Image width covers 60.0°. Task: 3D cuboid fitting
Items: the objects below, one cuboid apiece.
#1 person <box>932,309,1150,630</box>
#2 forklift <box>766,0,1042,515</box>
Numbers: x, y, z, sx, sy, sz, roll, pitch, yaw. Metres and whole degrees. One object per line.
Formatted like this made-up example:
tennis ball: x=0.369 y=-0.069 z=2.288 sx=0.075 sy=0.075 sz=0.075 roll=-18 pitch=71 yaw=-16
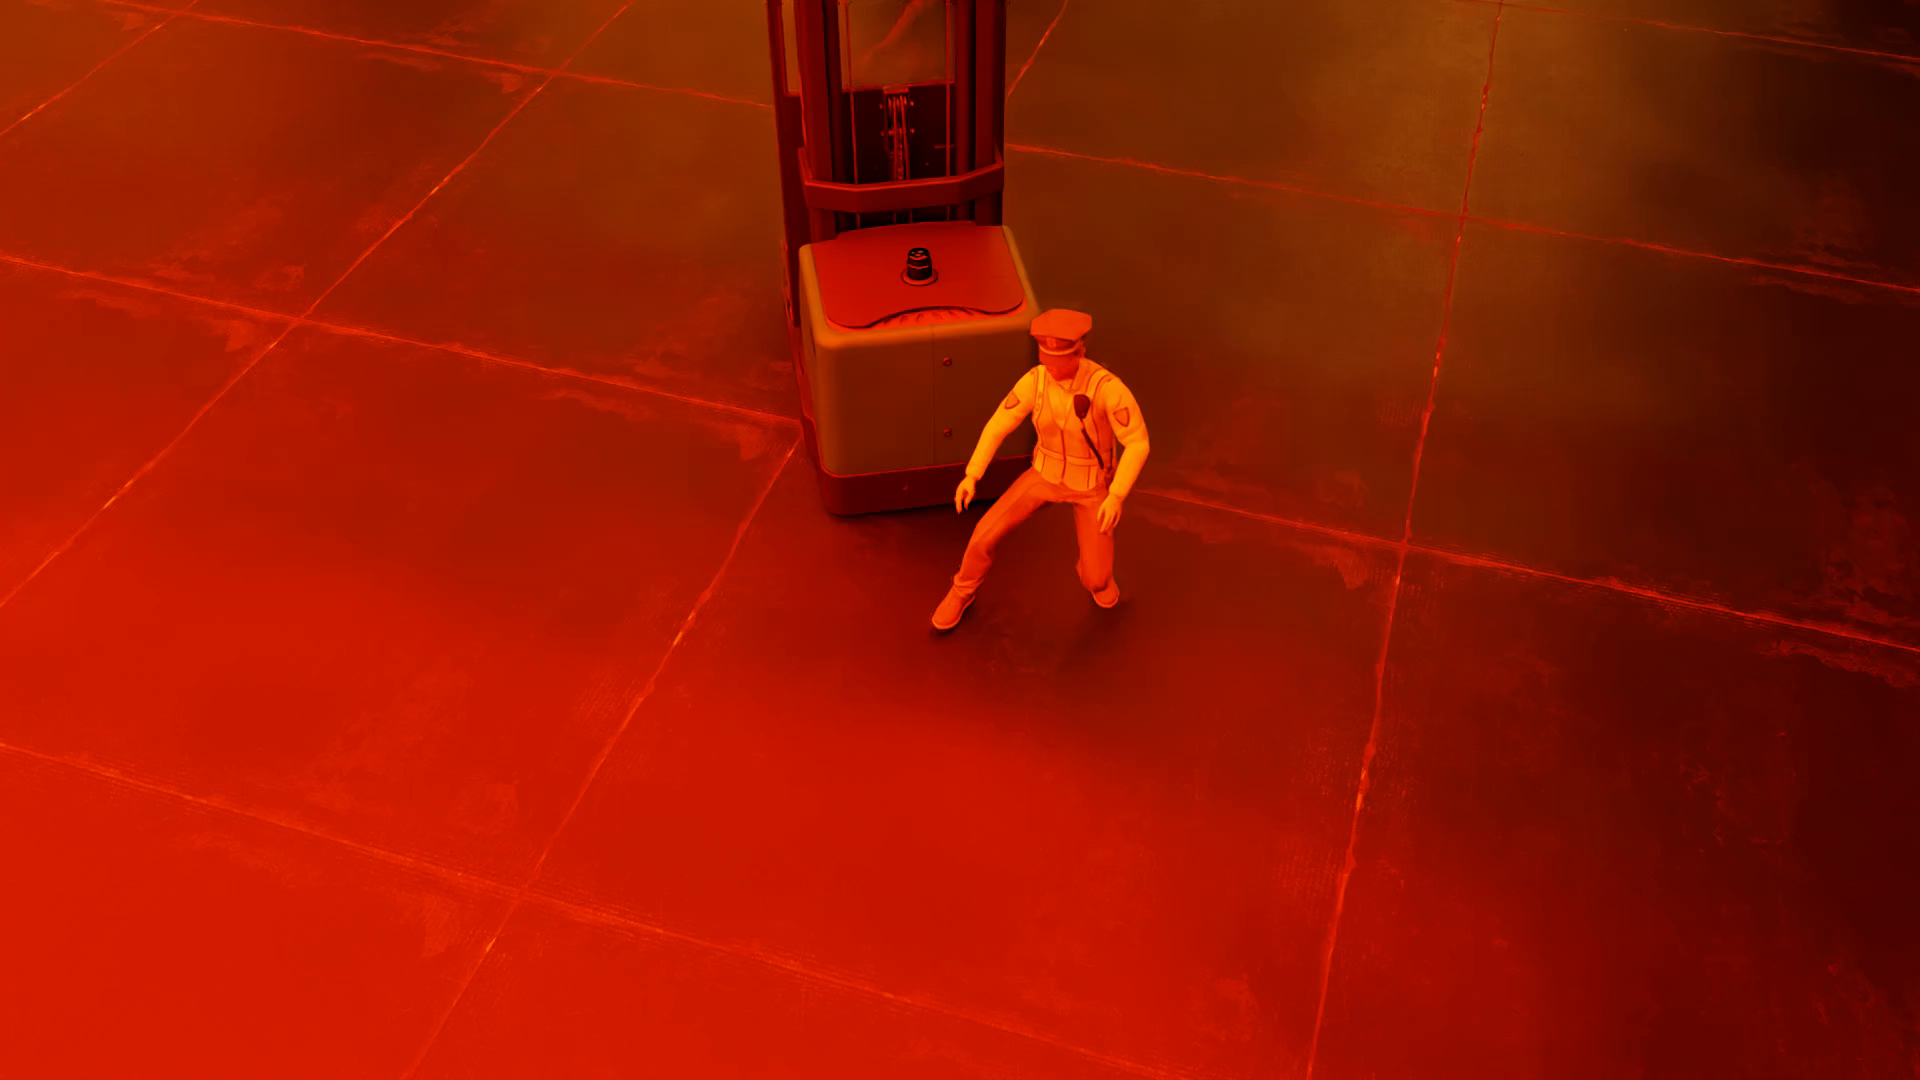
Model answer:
person: x=0.349 y=-0.225 z=6.973 sx=0.801 sy=1.497 sz=0.630 roll=19 pitch=46 yaw=20
forklift: x=-0.374 y=-2.203 z=8.056 sx=1.130 sy=2.935 sz=3.031 roll=-7 pitch=43 yaw=-7
